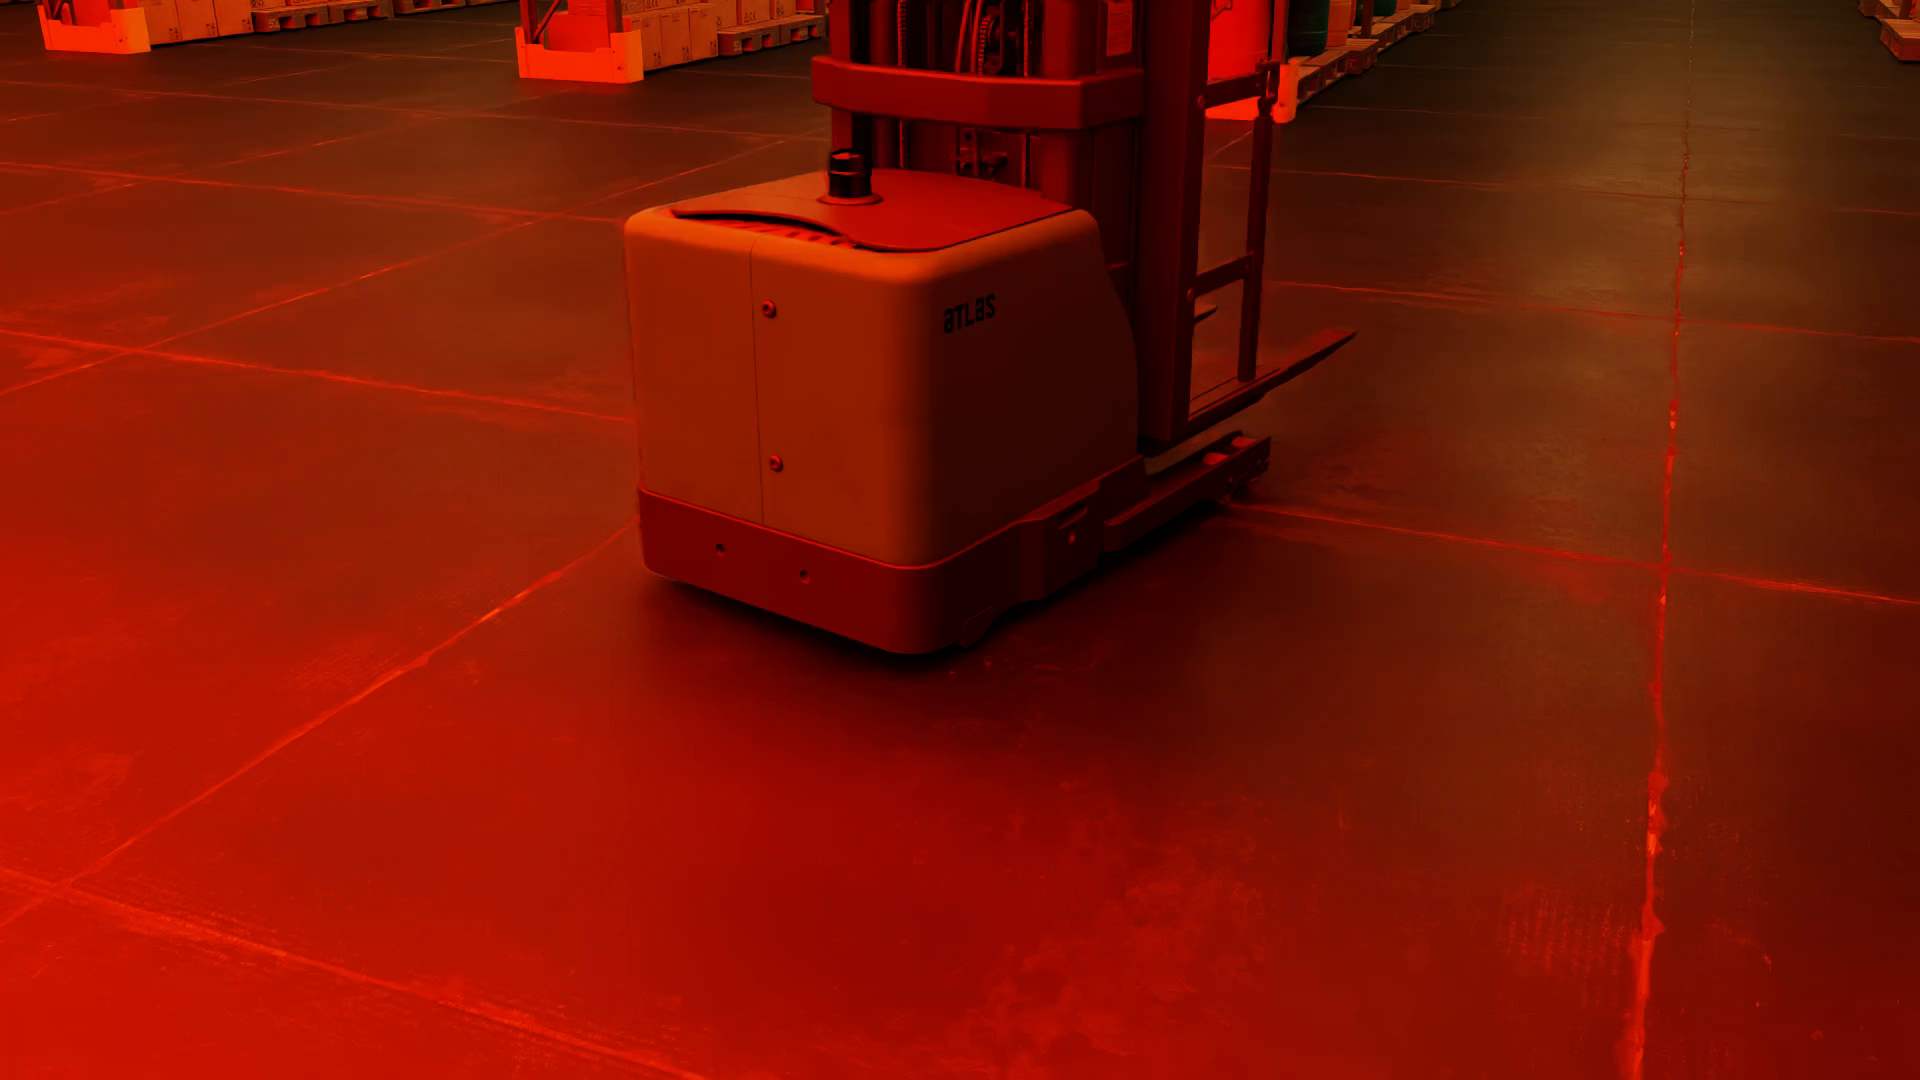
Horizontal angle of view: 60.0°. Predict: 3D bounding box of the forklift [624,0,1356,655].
[{"bbox_3d":[0.374,-1.569,5.045,1.130,2.935,3.031,16,27,33],"label":"forklift"}]
